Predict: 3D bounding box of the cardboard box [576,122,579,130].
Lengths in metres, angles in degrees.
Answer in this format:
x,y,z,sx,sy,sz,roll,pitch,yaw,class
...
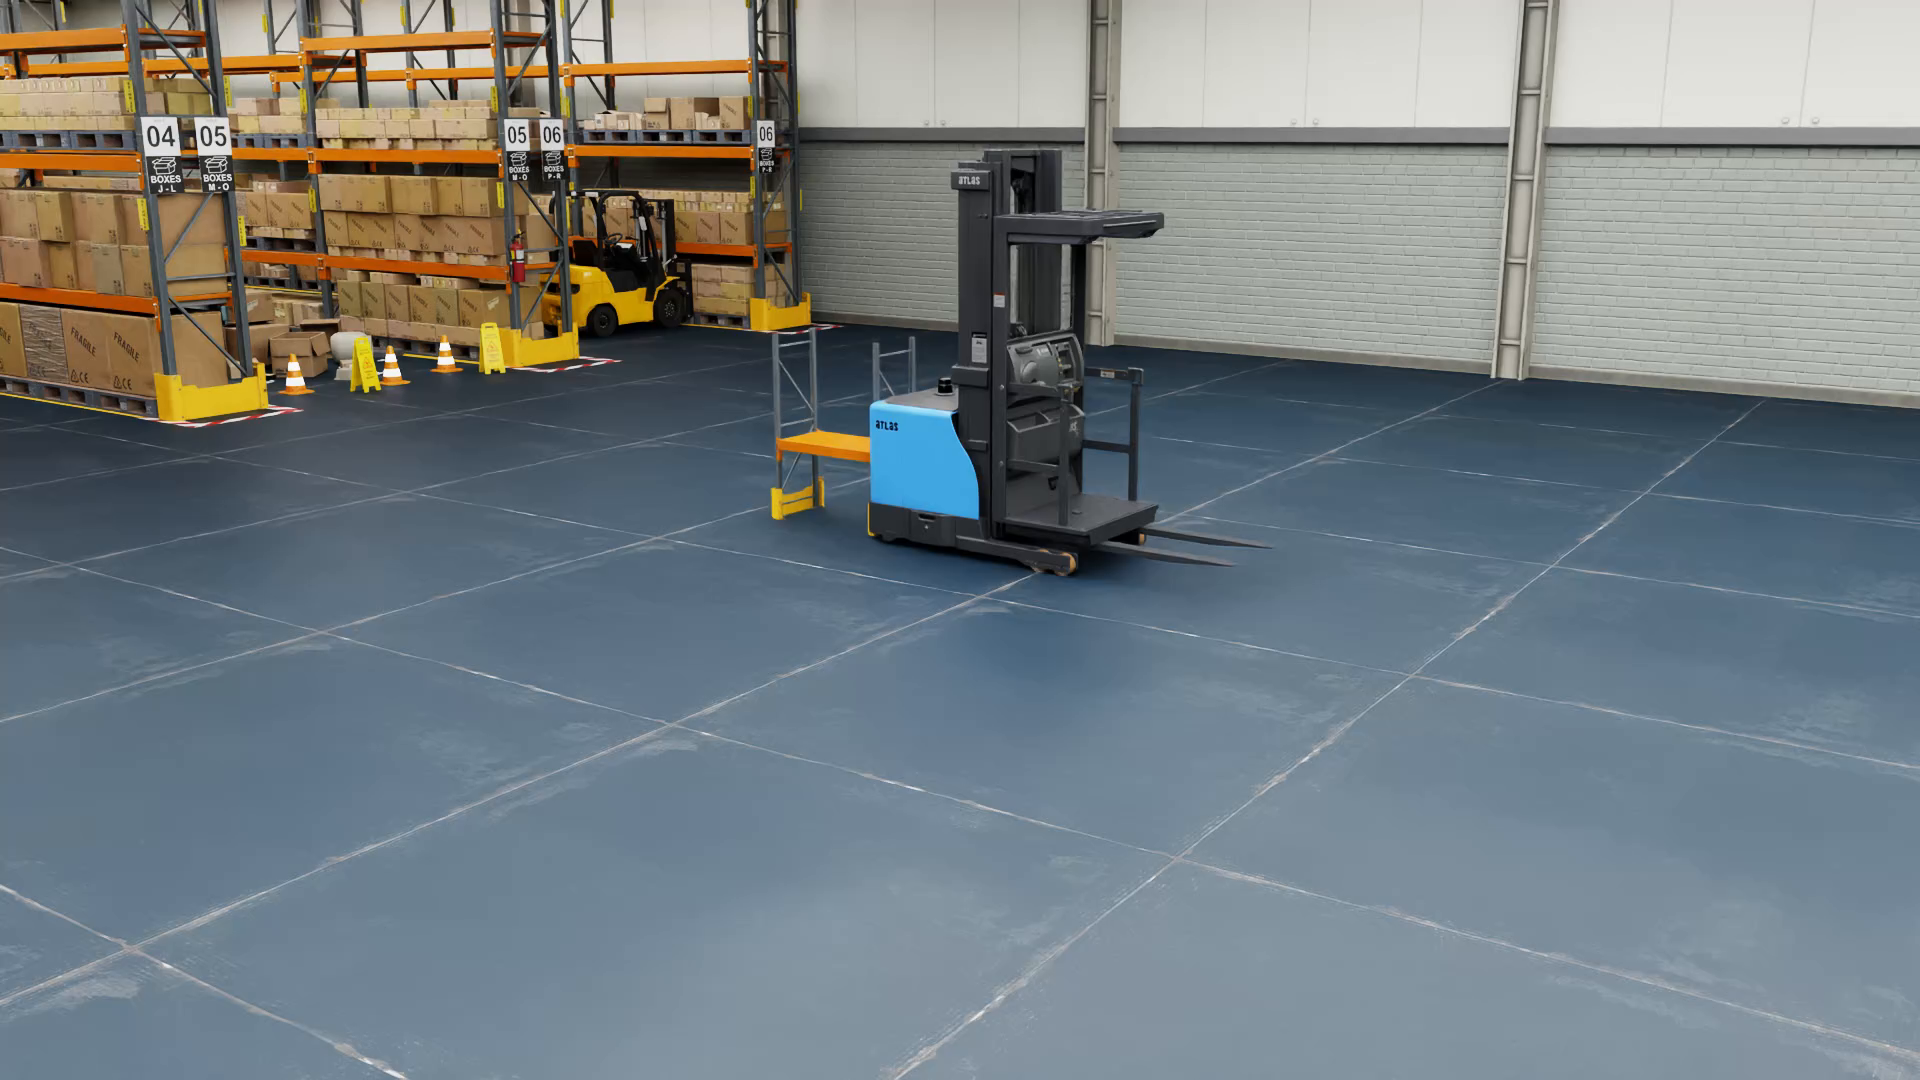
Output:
x,y,z,sx,sy,sz,roll,pitch,yaw,class
-6.791,-7.140,28.622,0.250,0.149,0.380,9,17,33,cardboard box

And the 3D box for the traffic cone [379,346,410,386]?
x,y,z,sx,sy,sz,roll,pitch,yaw,class
-7.059,-2.176,20.650,0.334,0.463,0.336,9,17,33,traffic cone

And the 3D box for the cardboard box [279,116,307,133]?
x,y,z,sx,sy,sz,roll,pitch,yaw,class
-9.529,-6.047,24.204,0.500,0.250,0.500,9,16,32,cardboard box

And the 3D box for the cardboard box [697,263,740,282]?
x,y,z,sx,sy,sz,roll,pitch,yaw,class
-3.860,-4.285,26.660,0.500,0.250,0.500,10,17,34,cardboard box

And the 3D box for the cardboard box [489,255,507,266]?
x,y,z,sx,sy,sz,roll,pitch,yaw,class
-6.074,-3.759,22.290,0.250,0.149,0.380,10,17,35,cardboard box

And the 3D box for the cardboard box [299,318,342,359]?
x,y,z,sx,sy,sz,roll,pitch,yaw,class
-8.834,-2.783,23.021,0.500,0.500,0.500,-4,14,-16,cardboard box

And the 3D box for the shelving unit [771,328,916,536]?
x,y,z,sx,sy,sz,roll,pitch,yaw,class
-0.929,-0.888,13.287,1.083,1.500,0.587,10,17,34,shelving unit

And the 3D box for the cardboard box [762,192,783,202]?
x,y,z,sx,sy,sz,roll,pitch,yaw,class
-3.037,-5.460,26.458,0.250,0.149,0.380,9,16,32,cardboard box

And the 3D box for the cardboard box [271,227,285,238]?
x,y,z,sx,sy,sz,roll,pitch,yaw,class
-9.987,-4.573,24.701,0.250,0.149,0.380,9,16,32,cardboard box

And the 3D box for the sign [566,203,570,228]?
x,y,z,sx,sy,sz,roll,pitch,yaw,class
-5.342,-4.402,22.563,0.005,0.325,0.100,9,17,33,sign

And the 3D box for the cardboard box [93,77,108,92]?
x,y,z,sx,sy,sz,roll,pitch,yaw,class
-8.999,-4.858,17.745,0.250,0.149,0.380,9,17,33,cardboard box

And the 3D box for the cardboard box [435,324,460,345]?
x,y,z,sx,sy,sz,roll,pitch,yaw,class
-6.891,-2.869,23.018,0.500,0.250,0.500,9,17,33,cardboard box

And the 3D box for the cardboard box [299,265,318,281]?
x,y,z,sx,sy,sz,roll,pitch,yaw,class
-12.559,-5.354,32.538,0.500,0.500,0.500,10,17,35,cardboard box

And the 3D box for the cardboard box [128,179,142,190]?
x,y,z,sx,sy,sz,roll,pitch,yaw,class
-12.858,-5.498,26.501,0.500,0.500,0.500,9,16,31,cardboard box

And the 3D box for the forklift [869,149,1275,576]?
x,y,z,sx,sy,sz,roll,pitch,yaw,class
0.797,-1.310,12.016,3.031,2.935,1.130,10,17,34,forklift

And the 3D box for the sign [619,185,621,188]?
x,y,z,sx,sy,sz,roll,pitch,yaw,class
-5.888,-5.970,28.731,0.005,0.325,0.100,9,17,33,sign

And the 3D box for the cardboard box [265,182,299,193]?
x,y,z,sx,sy,sz,roll,pitch,yaw,class
-10.052,-5.229,24.652,0.250,0.149,0.380,9,16,31,cardboard box

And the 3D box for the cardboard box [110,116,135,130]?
x,y,z,sx,sy,sz,roll,pitch,yaw,class
-8.788,-4.437,17.703,0.250,0.149,0.380,9,17,33,cardboard box

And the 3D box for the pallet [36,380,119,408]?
x,y,z,sx,sy,sz,roll,pitch,yaw,class
-10.039,-1.775,19.555,1.213,0.211,1.003,9,17,33,pallet

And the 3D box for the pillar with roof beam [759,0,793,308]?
x,y,z,sx,sy,sz,roll,pitch,yaw,class
-5.355,-7.191,23.145,0.400,9.000,9.100,9,17,33,pillar with roof beam

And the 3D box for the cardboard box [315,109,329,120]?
x,y,z,sx,sy,sz,roll,pitch,yaw,class
-8.884,-6.024,23.537,0.250,0.149,0.380,9,16,32,cardboard box

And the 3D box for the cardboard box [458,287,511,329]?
x,y,z,sx,sy,sz,roll,pitch,yaw,class
-6.455,-3.162,22.644,0.500,0.500,0.500,9,17,33,cardboard box

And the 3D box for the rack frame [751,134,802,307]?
x,y,z,sx,sy,sz,roll,pitch,yaw,class
-2.877,-4.864,26.230,0.127,3.000,1.000,9,17,33,rack frame

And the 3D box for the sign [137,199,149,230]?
x,y,z,sx,sy,sz,roll,pitch,yaw,class
-8.638,-3.444,17.591,0.005,0.325,0.100,9,17,33,sign

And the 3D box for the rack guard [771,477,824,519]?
x,y,z,sx,sy,sz,roll,pitch,yaw,class
-1.335,-0.350,13.717,0.087,0.250,0.587,10,17,34,rack guard

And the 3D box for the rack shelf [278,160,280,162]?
x,y,z,sx,sy,sz,roll,pitch,yaw,class
-14.494,-7.848,33.541,4.000,0.370,1.077,9,17,33,rack shelf

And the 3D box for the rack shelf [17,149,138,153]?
x,y,z,sx,sy,sz,roll,pitch,yaw,class
-13.942,-6.322,27.373,4.000,0.370,1.077,9,17,33,rack shelf

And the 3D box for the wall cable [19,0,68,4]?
x,y,z,sx,sy,sz,roll,pitch,yaw,class
-20.123,-13.634,37.598,0.133,3.039,2.988,9,17,33,wall cable

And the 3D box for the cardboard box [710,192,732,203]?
x,y,z,sx,sy,sz,roll,pitch,yaw,class
-3.746,-5.434,26.357,0.250,0.149,0.380,10,17,34,cardboard box

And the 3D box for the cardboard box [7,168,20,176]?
x,y,z,sx,sy,sz,roll,pitch,yaw,class
-16.035,-6.310,28.431,0.250,0.149,0.380,9,16,32,cardboard box

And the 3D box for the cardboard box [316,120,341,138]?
x,y,z,sx,sy,sz,roll,pitch,yaw,class
-8.751,-5.824,23.560,0.500,0.250,0.500,9,16,32,cardboard box

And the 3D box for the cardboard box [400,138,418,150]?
x,y,z,sx,sy,sz,roll,pitch,yaw,class
-7.396,-5.397,22.664,0.250,0.149,0.380,9,16,32,cardboard box

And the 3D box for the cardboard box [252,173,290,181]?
x,y,z,sx,sy,sz,roll,pitch,yaw,class
-13.922,-7.162,33.644,0.500,0.500,0.500,9,16,31,cardboard box

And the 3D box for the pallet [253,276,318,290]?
x,y,z,sx,sy,sz,roll,pitch,yaw,class
-13.404,-5.212,33.439,1.213,0.211,1.003,9,17,33,pallet

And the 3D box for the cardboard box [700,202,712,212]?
x,y,z,sx,sy,sz,roll,pitch,yaw,class
-3.930,-5.329,26.550,0.250,0.149,0.380,9,17,32,cardboard box

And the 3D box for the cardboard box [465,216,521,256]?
x,y,z,sx,sy,sz,roll,pitch,yaw,class
-6.249,-4.085,22.254,0.500,0.500,0.500,9,16,32,cardboard box

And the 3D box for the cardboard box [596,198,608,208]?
x,y,z,sx,sy,sz,roll,pitch,yaw,class
-5.863,-5.634,27.783,0.250,0.149,0.380,10,17,34,cardboard box

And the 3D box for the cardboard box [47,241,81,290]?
x,y,z,sx,sy,sz,roll,pitch,yaw,class
-9.982,-3.219,19.273,0.500,0.550,0.875,9,17,33,cardboard box

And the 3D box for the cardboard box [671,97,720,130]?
x,y,z,sx,sy,sz,roll,pitch,yaw,class
-4.175,-6.789,26.474,0.500,0.500,0.700,9,17,33,cardboard box

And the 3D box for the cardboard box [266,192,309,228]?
x,y,z,sx,sy,sz,roll,pitch,yaw,class
-9.887,-4.890,24.632,0.500,0.500,0.500,9,17,33,cardboard box

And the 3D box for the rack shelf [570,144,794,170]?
x,y,z,sx,sy,sz,roll,pitch,yaw,class
-4.537,-6.239,27.040,4.000,0.370,1.077,9,17,33,rack shelf

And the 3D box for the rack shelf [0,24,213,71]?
x,y,z,sx,sy,sz,roll,pitch,yaw,class
-9.983,-5.510,18.685,4.000,0.370,1.077,9,17,33,rack shelf

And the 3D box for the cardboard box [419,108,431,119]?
x,y,z,sx,sy,sz,roll,pitch,yaw,class
-7.088,-5.773,22.524,0.250,0.149,0.380,9,16,31,cardboard box

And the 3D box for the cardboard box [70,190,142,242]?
x,y,z,sx,sy,sz,roll,pitch,yaw,class
-9.506,-3.685,18.909,0.550,0.550,0.875,9,17,33,cardboard box

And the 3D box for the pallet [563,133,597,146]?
x,y,z,sx,sy,sz,roll,pitch,yaw,class
-6.936,-6.879,28.527,1.217,0.209,0.805,8,16,31,pallet

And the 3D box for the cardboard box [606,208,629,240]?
x,y,z,sx,sy,sz,roll,pitch,yaw,class
-5.532,-5.271,27.666,0.500,0.500,0.500,10,17,34,cardboard box

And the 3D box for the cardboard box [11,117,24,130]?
x,y,z,sx,sy,sz,roll,pitch,yaw,class
-10.472,-4.709,18.803,0.250,0.149,0.380,9,17,33,cardboard box

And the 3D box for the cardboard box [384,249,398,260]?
x,y,z,sx,sy,sz,roll,pitch,yaw,class
-7.825,-4.009,23.298,0.250,0.149,0.380,9,17,33,cardboard box

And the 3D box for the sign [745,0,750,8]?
x,y,z,sx,sy,sz,roll,pitch,yaw,class
-3.192,-8.162,24.958,0.005,0.325,0.100,9,17,33,sign

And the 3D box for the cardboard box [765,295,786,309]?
x,y,z,sx,sy,sz,roll,pitch,yaw,class
-3.176,-3.838,26.934,0.500,0.250,0.500,9,17,33,cardboard box

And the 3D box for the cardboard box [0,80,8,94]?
x,y,z,sx,sy,sz,roll,pitch,yaw,class
-10.683,-5.130,18.845,0.250,0.149,0.380,9,17,33,cardboard box

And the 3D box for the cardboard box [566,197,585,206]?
x,y,z,sx,sy,sz,roll,pitch,yaw,class
-6.604,-5.765,28.313,0.250,0.149,0.380,10,17,35,cardboard box

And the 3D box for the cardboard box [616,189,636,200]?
x,y,z,sx,sy,sz,roll,pitch,yaw,class
-5.457,-5.702,27.438,0.250,0.149,0.380,10,17,34,cardboard box

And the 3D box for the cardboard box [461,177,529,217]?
x,y,z,sx,sy,sz,roll,pitch,yaw,class
-6.190,-4.577,22.163,0.500,0.500,0.700,9,16,31,cardboard box

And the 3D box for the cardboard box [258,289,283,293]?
x,y,z,sx,sy,sz,roll,pitch,yaw,class
-11.203,-3.700,26.122,0.625,0.372,0.950,9,16,32,cardboard box

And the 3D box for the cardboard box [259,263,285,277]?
x,y,z,sx,sy,sz,roll,pitch,yaw,class
-13.757,-5.414,33.268,0.258,0.266,0.396,10,17,35,cardboard box

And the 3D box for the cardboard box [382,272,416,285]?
x,y,z,sx,sy,sz,roll,pitch,yaw,class
-7.902,-3.693,23.435,0.250,0.149,0.380,10,17,36,cardboard box

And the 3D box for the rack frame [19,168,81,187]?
x,y,z,sx,sy,sz,roll,pitch,yaw,class
-15.602,-5.483,28.731,0.127,3.000,1.000,9,17,33,rack frame
